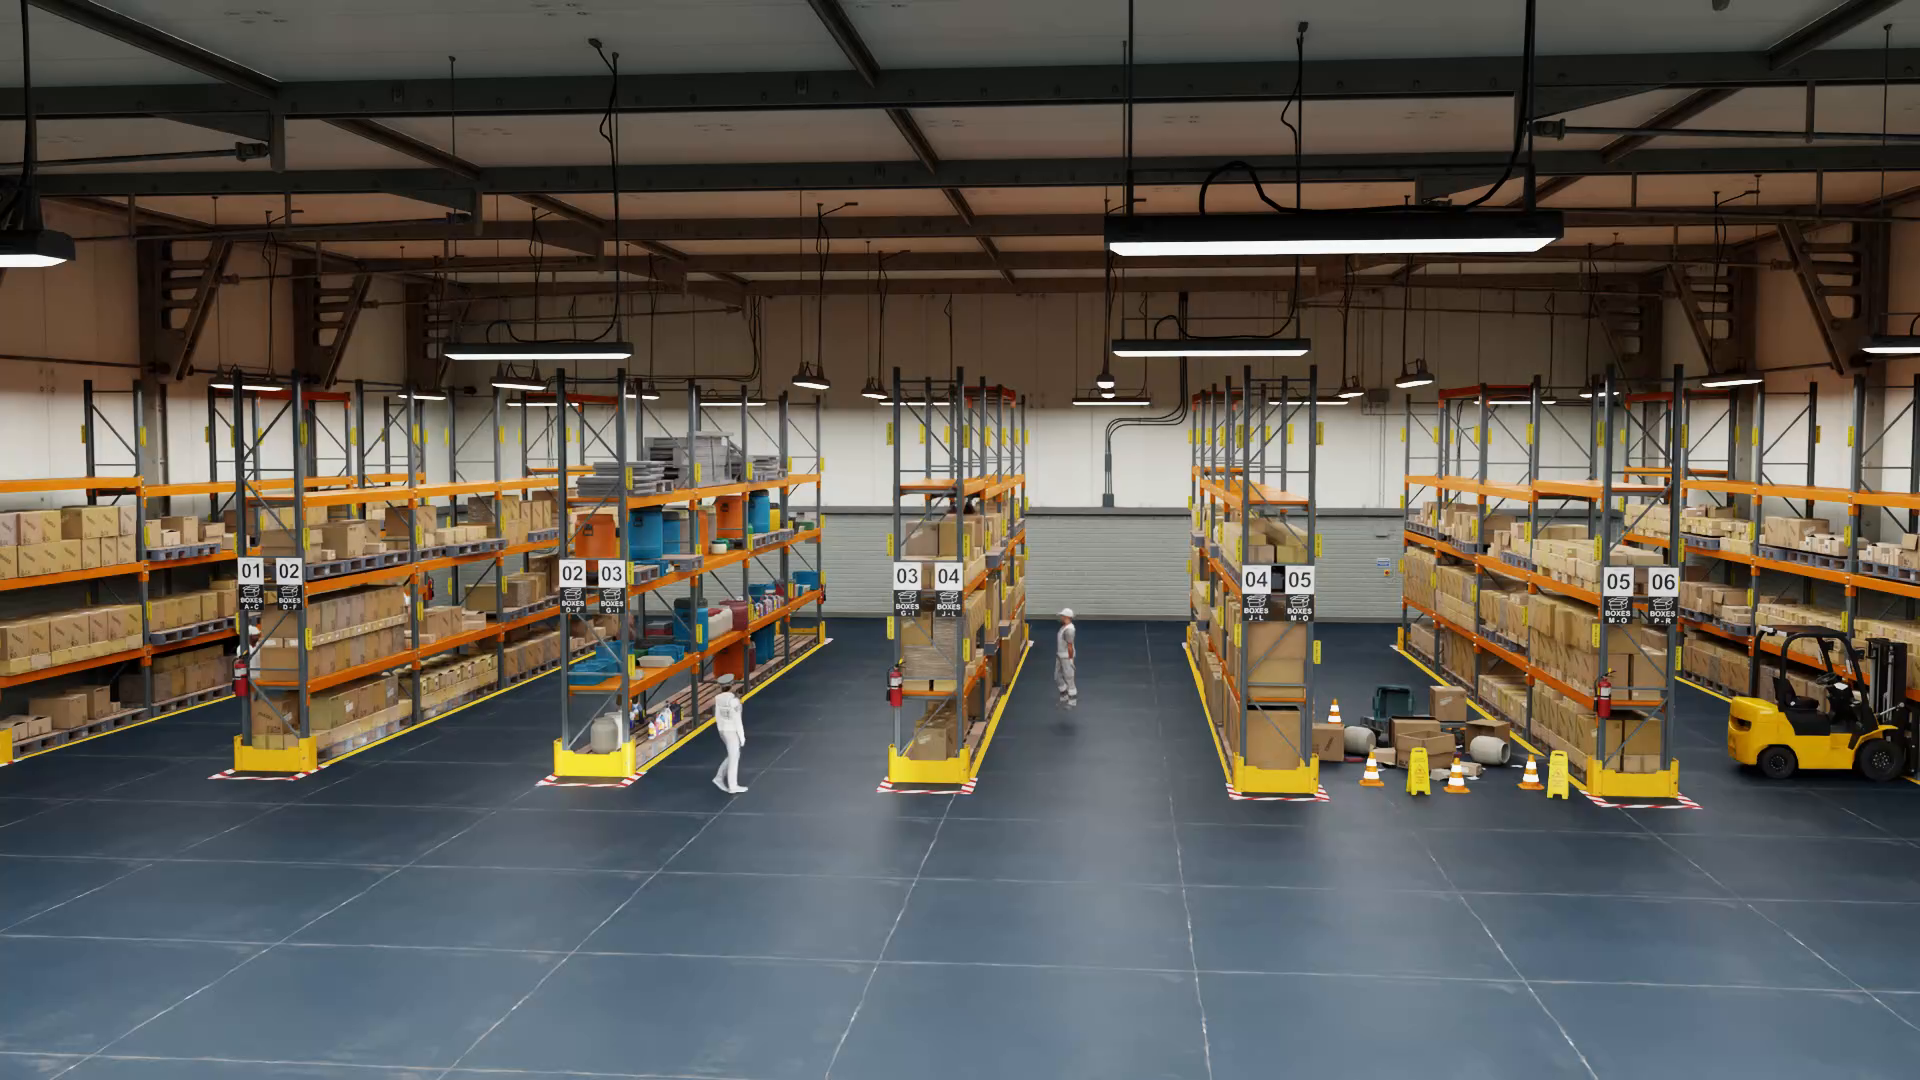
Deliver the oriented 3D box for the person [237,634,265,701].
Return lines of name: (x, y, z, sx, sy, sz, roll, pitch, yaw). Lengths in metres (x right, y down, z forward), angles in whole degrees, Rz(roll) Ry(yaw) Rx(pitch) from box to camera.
person: (-12.078, 2.369, 28.433, 0.384, 1.730, 0.630, 2, 4, 30)

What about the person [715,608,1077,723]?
person: (-0.712, 2.254, 26.484, 6.498, 1.730, 5.772, -1, 4, -10)

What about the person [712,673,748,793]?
person: (-3.223, 2.722, 23.380, 0.449, 1.704, 0.528, -2, 4, -27)

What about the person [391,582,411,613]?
person: (-12.753, 1.815, 37.658, 0.765, 1.765, 0.976, 0, 4, 5)

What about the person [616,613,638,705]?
person: (-6.060, 2.167, 30.452, 0.346, 1.699, 0.597, 3, 4, 37)
